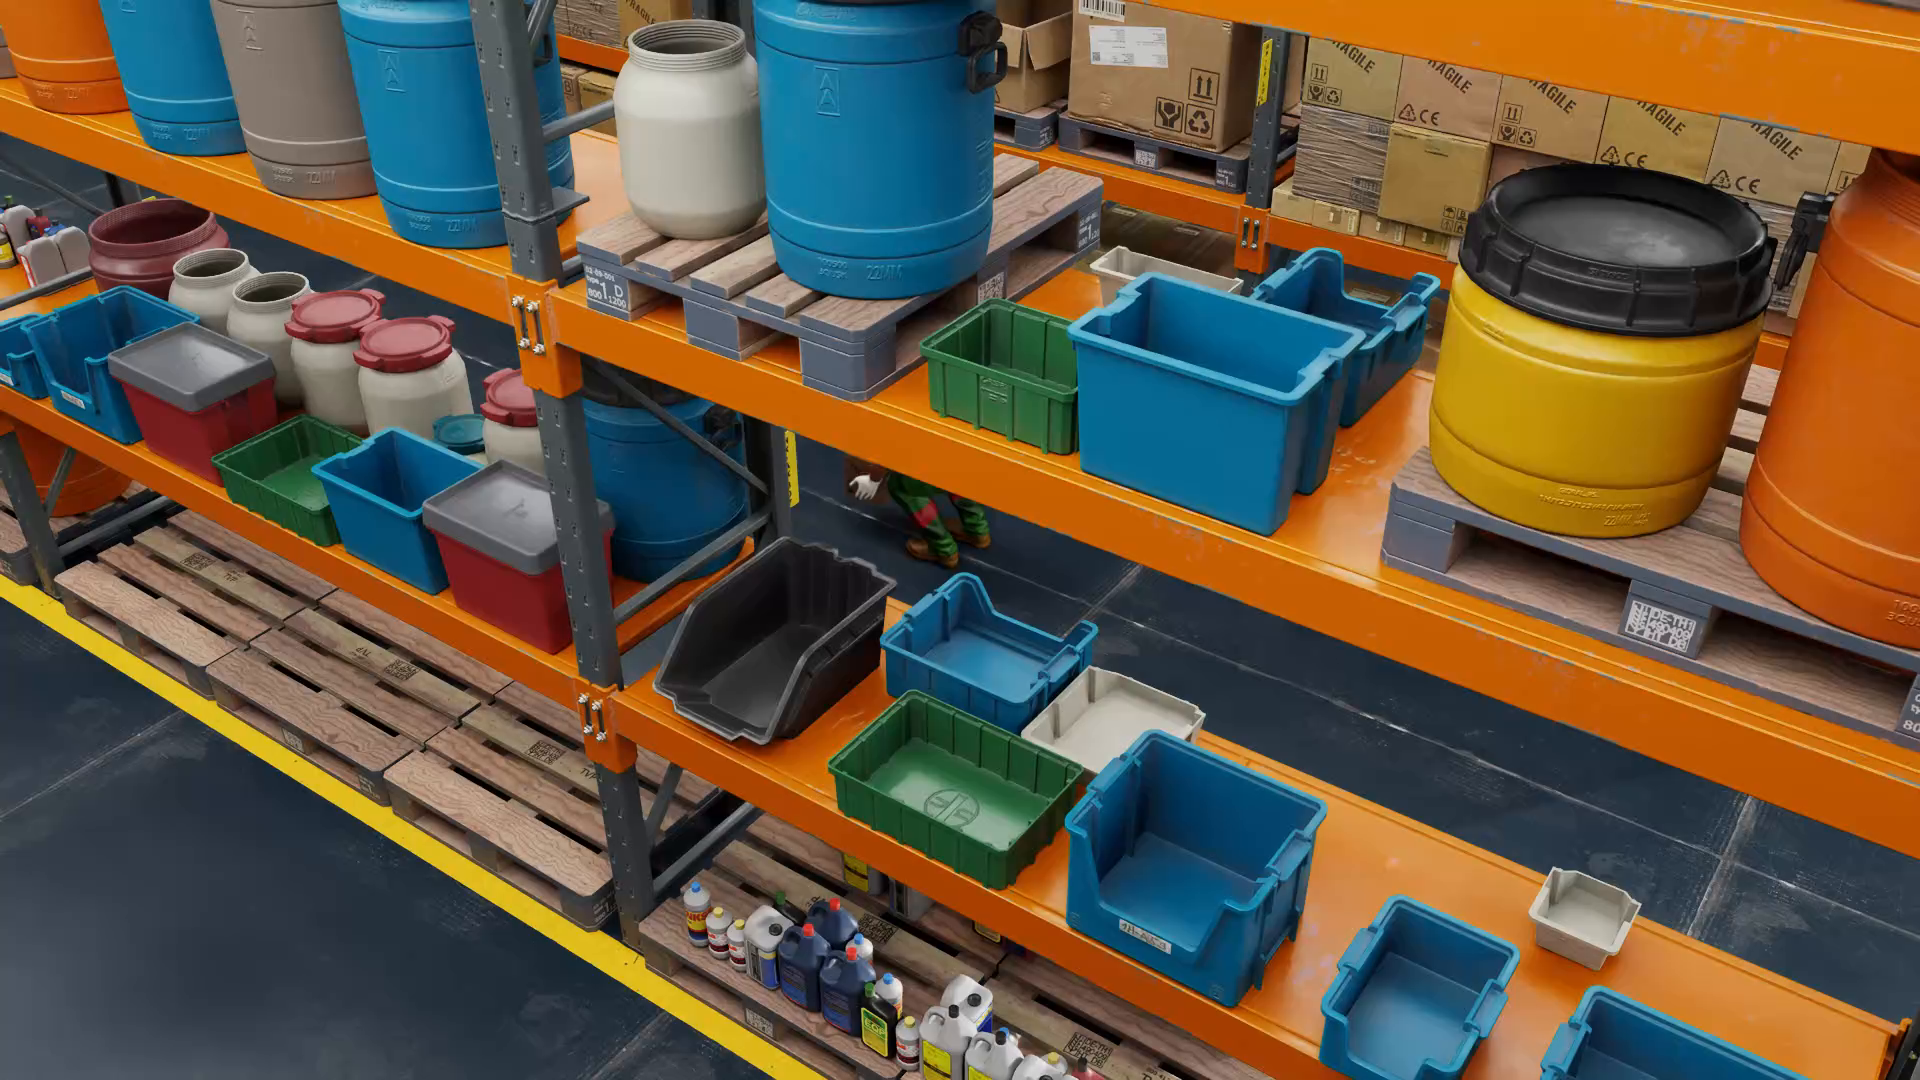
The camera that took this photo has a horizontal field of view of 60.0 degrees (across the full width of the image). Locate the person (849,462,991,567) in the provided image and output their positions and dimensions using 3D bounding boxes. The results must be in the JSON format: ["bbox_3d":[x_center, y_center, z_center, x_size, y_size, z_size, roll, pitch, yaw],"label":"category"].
[{"bbox_3d":[-0.133,-0.441,8.329,0.850,1.161,0.583,21,40,28],"label":"person"}]
